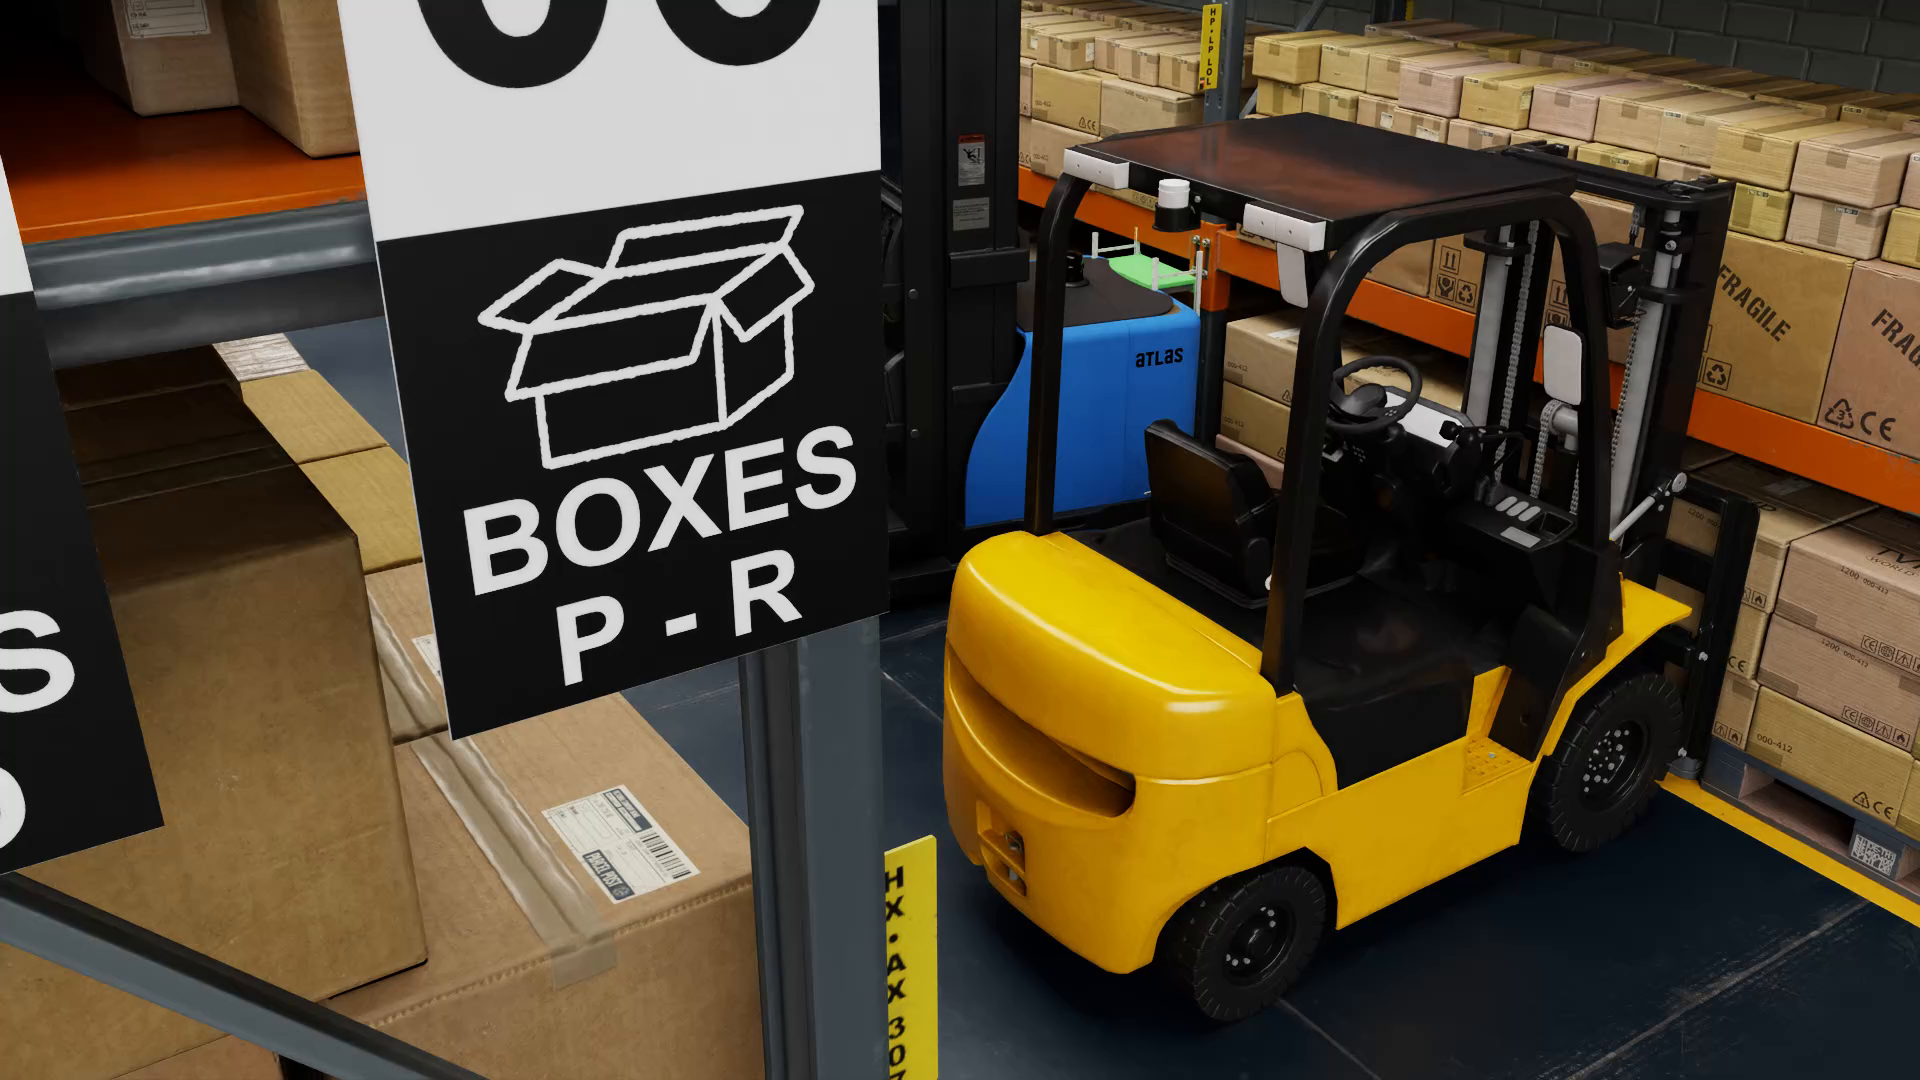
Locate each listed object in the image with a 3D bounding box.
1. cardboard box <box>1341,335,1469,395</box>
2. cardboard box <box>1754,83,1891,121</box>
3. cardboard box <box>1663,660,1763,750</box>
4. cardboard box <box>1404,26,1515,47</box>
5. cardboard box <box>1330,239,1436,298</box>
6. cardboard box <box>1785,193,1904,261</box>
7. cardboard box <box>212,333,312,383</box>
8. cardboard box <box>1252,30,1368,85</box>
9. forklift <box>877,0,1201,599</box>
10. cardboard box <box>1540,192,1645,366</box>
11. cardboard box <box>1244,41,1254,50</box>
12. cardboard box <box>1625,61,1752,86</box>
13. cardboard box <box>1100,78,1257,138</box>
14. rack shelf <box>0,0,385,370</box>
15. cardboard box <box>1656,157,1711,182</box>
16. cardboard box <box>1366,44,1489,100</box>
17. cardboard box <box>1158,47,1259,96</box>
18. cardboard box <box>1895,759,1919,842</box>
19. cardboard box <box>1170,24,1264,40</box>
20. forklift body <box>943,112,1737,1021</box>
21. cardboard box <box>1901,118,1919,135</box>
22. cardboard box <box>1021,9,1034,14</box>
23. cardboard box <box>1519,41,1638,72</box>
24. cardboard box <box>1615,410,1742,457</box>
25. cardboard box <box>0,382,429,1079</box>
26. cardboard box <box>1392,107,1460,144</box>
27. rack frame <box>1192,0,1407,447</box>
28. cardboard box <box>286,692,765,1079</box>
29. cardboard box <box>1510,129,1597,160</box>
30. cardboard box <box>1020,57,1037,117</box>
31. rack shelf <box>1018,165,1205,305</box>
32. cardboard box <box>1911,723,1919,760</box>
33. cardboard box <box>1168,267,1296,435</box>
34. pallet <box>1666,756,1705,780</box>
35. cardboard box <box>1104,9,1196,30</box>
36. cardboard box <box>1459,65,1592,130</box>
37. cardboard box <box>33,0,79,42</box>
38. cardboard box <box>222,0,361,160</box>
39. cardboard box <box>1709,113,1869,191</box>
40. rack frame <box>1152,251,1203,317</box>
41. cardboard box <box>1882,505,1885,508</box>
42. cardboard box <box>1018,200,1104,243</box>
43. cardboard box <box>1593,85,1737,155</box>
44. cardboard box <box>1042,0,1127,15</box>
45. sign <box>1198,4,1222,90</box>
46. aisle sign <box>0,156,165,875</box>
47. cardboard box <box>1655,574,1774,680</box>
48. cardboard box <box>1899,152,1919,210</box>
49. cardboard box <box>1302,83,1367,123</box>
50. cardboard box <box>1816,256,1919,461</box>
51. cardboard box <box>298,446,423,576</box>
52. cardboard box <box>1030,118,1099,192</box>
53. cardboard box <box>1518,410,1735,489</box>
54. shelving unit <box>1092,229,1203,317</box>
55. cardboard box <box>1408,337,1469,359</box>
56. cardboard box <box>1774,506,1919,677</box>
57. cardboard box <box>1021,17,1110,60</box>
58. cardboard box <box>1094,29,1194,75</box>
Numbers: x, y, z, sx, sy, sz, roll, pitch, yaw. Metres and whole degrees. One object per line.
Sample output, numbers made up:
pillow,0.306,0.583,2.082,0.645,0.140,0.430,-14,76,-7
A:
cardboard box,1.723,-0.578,6.517,0.500,0.250,0.500,-15,29,-29
cardboard box,2.810,-1.382,5.439,0.380,0.149,0.250,-15,29,-29
cardboard box,2.584,0.418,5.579,0.500,0.250,0.500,-15,29,-29
cardboard box,1.981,-1.940,6.621,0.380,0.149,0.250,-16,30,-31
cardboard box,1.773,-1.254,6.274,0.500,0.500,0.500,-15,29,-29
cardboard box,2.645,-0.944,4.859,0.380,0.149,0.250,-17,30,-31
cardboard box,-1.681,-0.164,3.618,0.500,0.500,0.500,-15,29,-28
cardboard box,1.377,-1.900,6.536,0.380,0.149,0.250,-15,29,-29
forklift,-0.584,-1.230,6.422,3.031,2.935,1.130,-9,27,-19
cardboard box,2.307,-0.888,5.500,0.500,0.500,0.500,-15,29,-29
cardboard box,1.439,-2.125,7.360,0.380,0.149,0.250,-16,30,-31
cardboard box,2.551,-1.574,5.845,0.380,0.149,0.250,-16,30,-30
cardboard box,0.969,-1.885,7.319,0.500,0.250,0.500,-16,30,-31
rack shelf,-1.614,-0.768,2.692,1.077,0.370,4.000,-16,29,-30
cardboard box,2.429,-1.140,5.275,0.380,0.149,0.250,-16,30,-30
cardboard box,1.742,-1.739,6.194,0.380,0.149,0.250,-16,30,-31
cardboard box,1.079,-2.019,7.137,0.380,0.149,0.250,-14,29,-28
cardboard box,3.114,0.779,4.814,0.500,0.250,0.500,-15,29,-29
cardboard box,1.201,-2.322,7.779,0.380,0.149,0.250,-16,29,-30
forklift body,1.071,-0.049,4.834,2.313,2.155,1.214,-16,29,-30
cardboard box,3.072,-1.196,5.043,0.380,0.149,0.250,-15,29,-28
cardboard box,0.147,-2.546,8.253,0.380,0.149,0.250,-16,30,-31
cardboard box,2.326,-1.774,6.268,0.380,0.149,0.250,-16,30,-31
cardboard box,2.717,-0.338,6.011,0.500,0.250,0.500,-16,30,-31
cardboard box,-0.984,0.215,1.644,0.700,0.500,0.500,-16,30,-31
cardboard box,1.786,-1.489,6.014,0.380,0.149,0.250,-15,29,-28
rack frame,1.451,-1.610,7.147,1.000,3.000,0.127,-16,29,-30
cardboard box,-0.548,0.565,2.074,0.500,0.500,0.500,-16,30,-30
cardboard box,2.079,-1.309,5.632,0.380,0.149,0.250,-17,30,-31
cardboard box,0.408,-2.251,8.095,0.500,0.250,0.500,-15,29,-29
rack shelf,0.359,-2.000,8.816,1.077,0.370,4.000,-16,29,-30
cardboard box,3.107,0.547,4.722,0.500,0.250,0.500,-16,30,-30
cardboard box,1.157,-0.910,7.954,0.875,0.625,0.625,-14,29,-27
pallet,2.520,0.382,6.194,1.003,0.211,1.213,-16,29,-30
cardboard box,0.929,-2.504,8.163,0.380,0.149,0.250,-16,29,-30
cardboard box,1.961,-1.536,5.765,0.380,0.149,0.250,-16,30,-30
cardboard box,-0.921,-0.717,2.036,0.380,0.149,0.250,-16,29,-30
cardboard box,-0.431,-0.459,1.488,0.380,0.149,0.250,-16,29,-30
cardboard box,2.482,-1.165,4.978,0.380,0.149,0.250,-15,29,-29
rack frame,0.915,-0.644,7.187,0.240,1.200,0.015,-12,27,-24
cardboard box,3.255,0.028,5.235,0.500,0.250,0.500,-15,29,-29
cardboard box,0.328,-1.458,9.115,0.875,0.625,0.625,-17,30,-32
cardboard box,2.297,-1.373,5.419,0.380,0.149,0.250,-15,29,-29
cardboard box,0.646,-2.681,8.538,0.380,0.149,0.250,-15,29,-29
sign,1.002,-1.968,6.642,0.100,0.325,0.005,-16,29,-30
aisle sign,-0.731,-0.107,0.918,0.394,0.787,0.004,-16,29,-30
cardboard box,2.543,0.185,5.488,0.500,0.250,0.500,-16,30,-31
cardboard box,2.863,-1.006,4.642,0.380,0.149,0.250,-15,29,-29
cardboard box,1.547,-1.681,6.421,0.380,0.149,0.250,-15,29,-28
cardboard box,2.871,-0.527,4.736,0.500,0.500,0.500,-15,29,-28
cardboard box,-1.113,0.198,2.851,0.500,0.500,0.500,-16,30,-31
cardboard box,0.678,-1.840,7.810,0.500,0.250,0.500,-16,29,-30
cardboard box,2.284,-0.213,5.745,0.500,0.250,0.500,-16,30,-31
shelving unit,0.806,-0.733,7.386,0.258,1.200,0.503,-12,27,-24
cardboard box,2.171,-0.700,6.777,0.500,0.250,0.500,-16,30,-30
cardboard box,2.838,0.148,4.979,0.500,0.250,0.500,-15,29,-29
cardboard box,0.488,-2.379,7.898,0.380,0.149,0.250,-16,30,-31
cardboard box,0.833,-2.207,7.535,0.380,0.149,0.250,-16,29,-30
